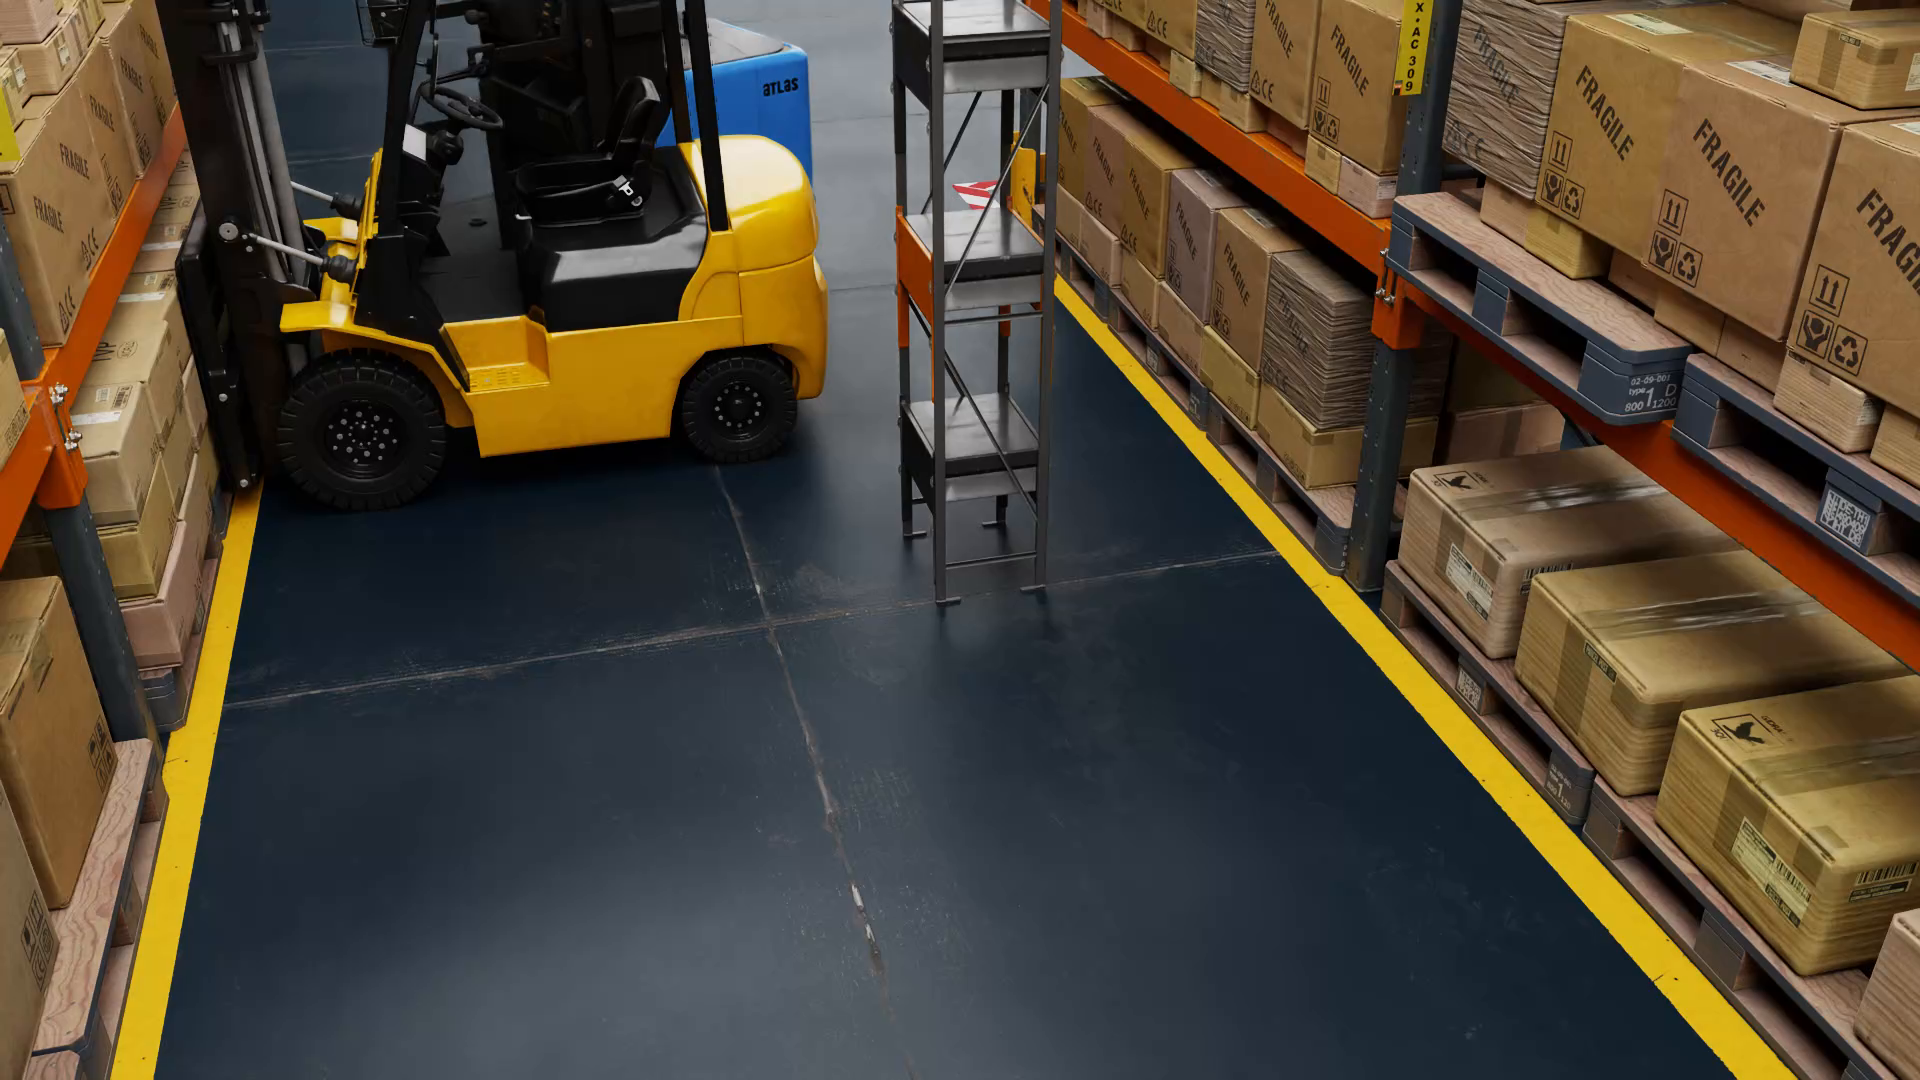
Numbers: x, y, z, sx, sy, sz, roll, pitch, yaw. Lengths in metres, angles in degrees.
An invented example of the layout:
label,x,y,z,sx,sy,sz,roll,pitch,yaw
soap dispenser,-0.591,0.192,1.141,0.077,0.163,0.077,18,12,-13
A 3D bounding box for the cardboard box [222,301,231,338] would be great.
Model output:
label,x,y,z,sx,sy,sz,roll,pitch,yaw
cardboard box,-3.253,-0.992,6.795,0.500,0.250,0.500,-9,31,-14

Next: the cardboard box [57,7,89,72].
label,x,y,z,sx,sy,sz,roll,pitch,yaw
cardboard box,-2.961,-1.551,5.188,0.380,0.149,0.250,-8,31,-14

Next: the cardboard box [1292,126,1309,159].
label,x,y,z,sx,sy,sz,roll,pitch,yaw
cardboard box,1.437,-1.459,6.027,0.380,0.149,0.250,-8,31,-13

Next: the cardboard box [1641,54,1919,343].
label,x,y,z,sx,sy,sz,roll,pitch,yaw
cardboard box,1.982,-0.804,3.828,0.500,0.500,0.500,-8,31,-14

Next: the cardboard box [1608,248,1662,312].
label,x,y,z,sx,sy,sz,roll,pitch,yaw
cardboard box,1.931,-0.713,4.318,0.380,0.149,0.250,-6,31,-10

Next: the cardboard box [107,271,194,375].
label,x,y,z,sx,sy,sz,roll,pitch,yaw
cardboard box,-2.997,-0.722,5.831,0.500,0.250,0.500,-7,31,-12

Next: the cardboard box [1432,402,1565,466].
label,x,y,z,sx,sy,sz,roll,pitch,yaw
cardboard box,1.986,-0.510,6.462,0.500,0.250,0.500,-9,31,-16

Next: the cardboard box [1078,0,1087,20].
label,x,y,z,sx,sy,sz,roll,pitch,yaw
cardboard box,0.784,-2.570,7.946,0.380,0.149,0.250,-9,31,-15

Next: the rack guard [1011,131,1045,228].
label,x,y,z,sx,sy,sz,roll,pitch,yaw
rack guard,0.841,-2.010,9.224,1.175,0.500,0.348,-8,31,-13

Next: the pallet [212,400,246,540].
label,x,y,z,sx,sy,sz,roll,pitch,yaw
pallet,-3.400,-0.308,6.572,1.003,0.211,1.213,-8,31,-13

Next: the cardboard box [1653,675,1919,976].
label,x,y,z,sx,sy,sz,roll,pitch,yaw
cardboard box,2.405,0.694,4.261,0.950,0.372,0.625,-7,31,-12

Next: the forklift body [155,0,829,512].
label,x,y,z,sx,sy,sz,roll,pitch,yaw
forklift body,-1.702,-1.427,6.568,2.313,2.155,1.214,-8,31,-13

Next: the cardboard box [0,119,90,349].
label,x,y,z,sx,sy,sz,roll,pitch,yaw
cardboard box,-2.768,-0.828,4.586,0.500,0.500,0.500,-9,31,-15

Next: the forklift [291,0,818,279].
label,x,y,z,sx,sy,sz,roll,pitch,yaw
forklift,-2.211,-2.530,7.696,3.031,2.935,1.130,-23,37,-34

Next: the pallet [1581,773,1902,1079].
label,x,y,z,sx,sy,sz,roll,pitch,yaw
pallet,2.418,0.976,4.353,1.003,0.211,1.213,-8,31,-13

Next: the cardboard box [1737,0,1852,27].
label,x,y,z,sx,sy,sz,roll,pitch,yaw
cardboard box,2.359,-1.119,4.373,0.500,0.500,0.500,-8,31,-13

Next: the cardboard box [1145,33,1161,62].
label,x,y,z,sx,sy,sz,roll,pitch,yaw
cardboard box,1.037,-2.201,7.309,0.380,0.149,0.250,-7,31,-12

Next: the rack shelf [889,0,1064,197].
label,x,y,z,sx,sy,sz,roll,pitch,yaw
rack shelf,0.044,-1.423,5.242,0.431,0.518,0.480,-8,31,-13

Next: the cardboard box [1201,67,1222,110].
label,x,y,z,sx,sy,sz,roll,pitch,yaw
cardboard box,1.191,-1.821,6.652,0.380,0.149,0.250,-8,31,-14

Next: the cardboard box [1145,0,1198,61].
label,x,y,z,sx,sy,sz,roll,pitch,yaw
cardboard box,1.099,-2.295,6.824,0.500,0.500,0.500,-8,31,-14

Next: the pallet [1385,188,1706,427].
label,x,y,z,sx,sy,sz,roll,pitch,yaw
pallet,1.945,-0.726,4.701,1.003,0.211,1.213,-8,31,-13

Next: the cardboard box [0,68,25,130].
label,x,y,z,sx,sy,sz,roll,pitch,yaw
cardboard box,-2.803,-1.173,4.535,0.380,0.149,0.250,-7,31,-12

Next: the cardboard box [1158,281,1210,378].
label,x,y,z,sx,sy,sz,roll,pitch,yaw
cardboard box,1.185,-0.941,7.206,0.500,0.250,0.500,-7,31,-13

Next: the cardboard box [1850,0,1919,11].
label,x,y,z,sx,sy,sz,roll,pitch,yaw
cardboard box,2.418,-1.308,4.051,0.380,0.149,0.250,-9,31,-15

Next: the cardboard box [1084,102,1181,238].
label,x,y,z,sx,sy,sz,roll,pitch,yaw
cardboard box,0.918,-1.756,7.866,0.500,0.500,0.500,-9,31,-15

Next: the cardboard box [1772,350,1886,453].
label,x,y,z,sx,sy,sz,roll,pitch,yaw
cardboard box,2.044,-0.328,3.654,0.380,0.149,0.250,-7,31,-11

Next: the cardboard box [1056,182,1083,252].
label,x,y,z,sx,sy,sz,roll,pitch,yaw
cardboard box,0.768,-1.694,8.509,0.500,0.250,0.500,-8,31,-14

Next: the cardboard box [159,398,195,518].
label,x,y,z,sx,sy,sz,roll,pitch,yaw
cardboard box,-2.868,-0.261,5.533,0.500,0.250,0.500,-8,31,-14

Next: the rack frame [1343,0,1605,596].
label,x,y,z,sx,sy,sz,roll,pitch,yaw
rack frame,1.883,-1.197,5.324,1.000,3.000,0.127,-8,31,-13

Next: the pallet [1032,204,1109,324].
label,x,y,z,sx,sy,sz,roll,pitch,yaw
pallet,1.023,-1.488,8.611,1.003,0.211,1.213,-8,31,-13

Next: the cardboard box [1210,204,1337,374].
label,x,y,z,sx,sy,sz,roll,pitch,yaw
cardboard box,1.330,-1.009,6.576,0.500,0.500,0.500,-7,31,-12

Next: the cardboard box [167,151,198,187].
label,x,y,z,sx,sy,sz,roll,pitch,yaw
cardboard box,-3.400,-1.465,7.114,0.500,0.250,0.500,-7,31,-12

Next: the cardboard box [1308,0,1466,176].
label,x,y,z,sx,sy,sz,roll,pitch,yaw
cardboard box,1.525,-1.551,5.538,0.500,0.500,0.500,-9,31,-15

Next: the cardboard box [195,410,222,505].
label,x,y,z,sx,sy,sz,roll,pitch,yaw
cardboard box,-3.012,-0.294,6.089,0.500,0.250,0.500,-7,31,-12

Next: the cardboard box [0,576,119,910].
label,x,y,z,sx,sy,sz,roll,pitch,yaw
cardboard box,-2.753,0.561,4.237,0.875,0.625,0.625,-6,31,-11

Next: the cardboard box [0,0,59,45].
label,x,y,z,sx,sy,sz,roll,pitch,yaw
cardboard box,-2.903,-1.556,4.899,0.380,0.149,0.250,-7,31,-12

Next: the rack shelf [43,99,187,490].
label,x,y,z,sx,sy,sz,roll,pitch,yaw
rack shelf,-3.433,-1.190,6.030,1.077,0.370,4.000,-8,31,-13

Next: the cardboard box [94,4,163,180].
label,x,y,z,sx,sy,sz,roll,pitch,yaw
cardboard box,-3.171,-1.567,5.863,0.500,0.500,0.500,-8,31,-13

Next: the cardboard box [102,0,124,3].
label,x,y,z,sx,sy,sz,roll,pitch,yaw
cardboard box,-3.238,-2.045,6.041,0.380,0.149,0.250,-8,31,-13

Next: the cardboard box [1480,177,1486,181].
label,x,y,z,sx,sy,sz,roll,pitch,yaw
cardboard box,1.991,-1.398,5.922,0.380,0.149,0.250,-7,31,-12

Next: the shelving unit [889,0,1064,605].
label,x,y,z,sx,sy,sz,roll,pitch,yaw
shelving unit,0.044,-0.829,5.586,0.431,2.100,0.503,-8,31,-13
